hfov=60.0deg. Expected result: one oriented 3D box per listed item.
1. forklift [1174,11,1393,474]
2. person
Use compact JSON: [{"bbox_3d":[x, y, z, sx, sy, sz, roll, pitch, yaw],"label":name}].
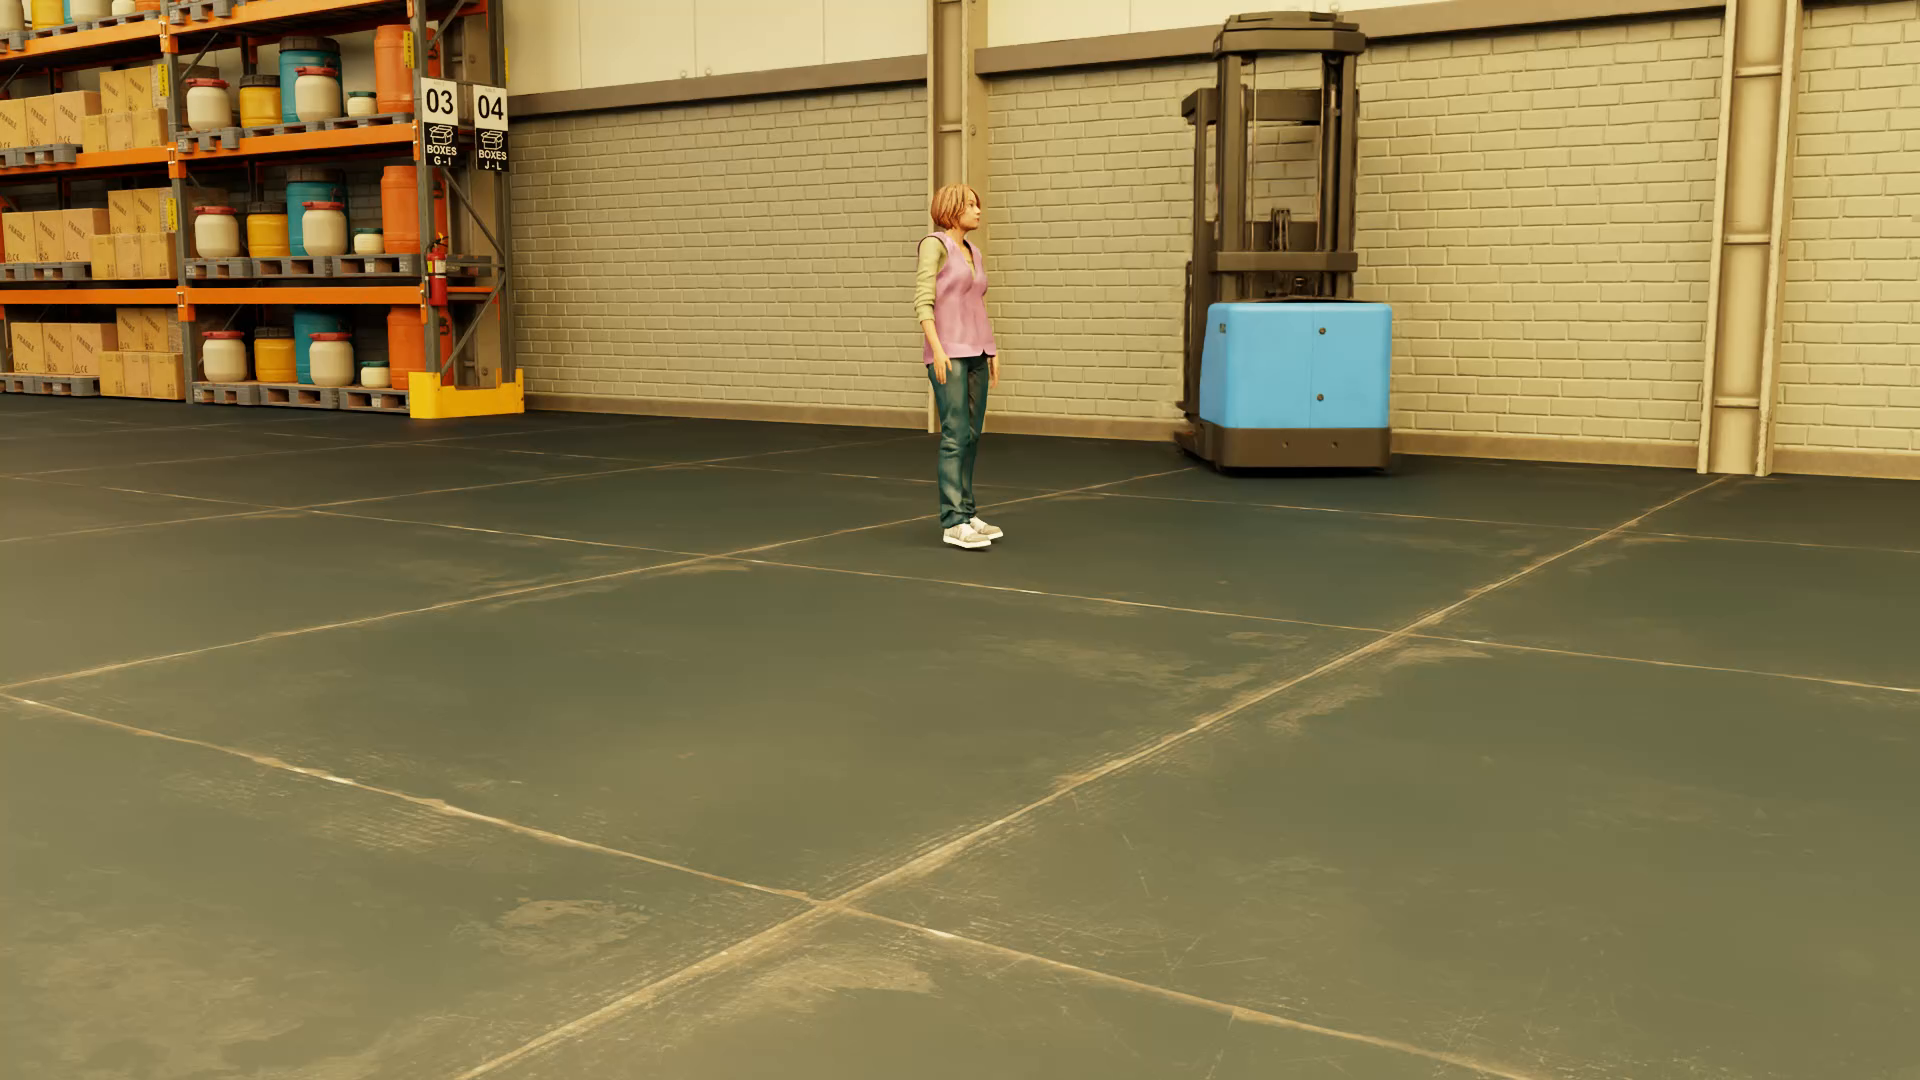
[{"bbox_3d":[2.123,-2.041,11.546,1.130,2.935,3.031,0,8,-1],"label":"forklift"},{"bbox_3d":[0.053,-0.791,7.438,0.476,1.597,0.520,5,10,34],"label":"person"}]
